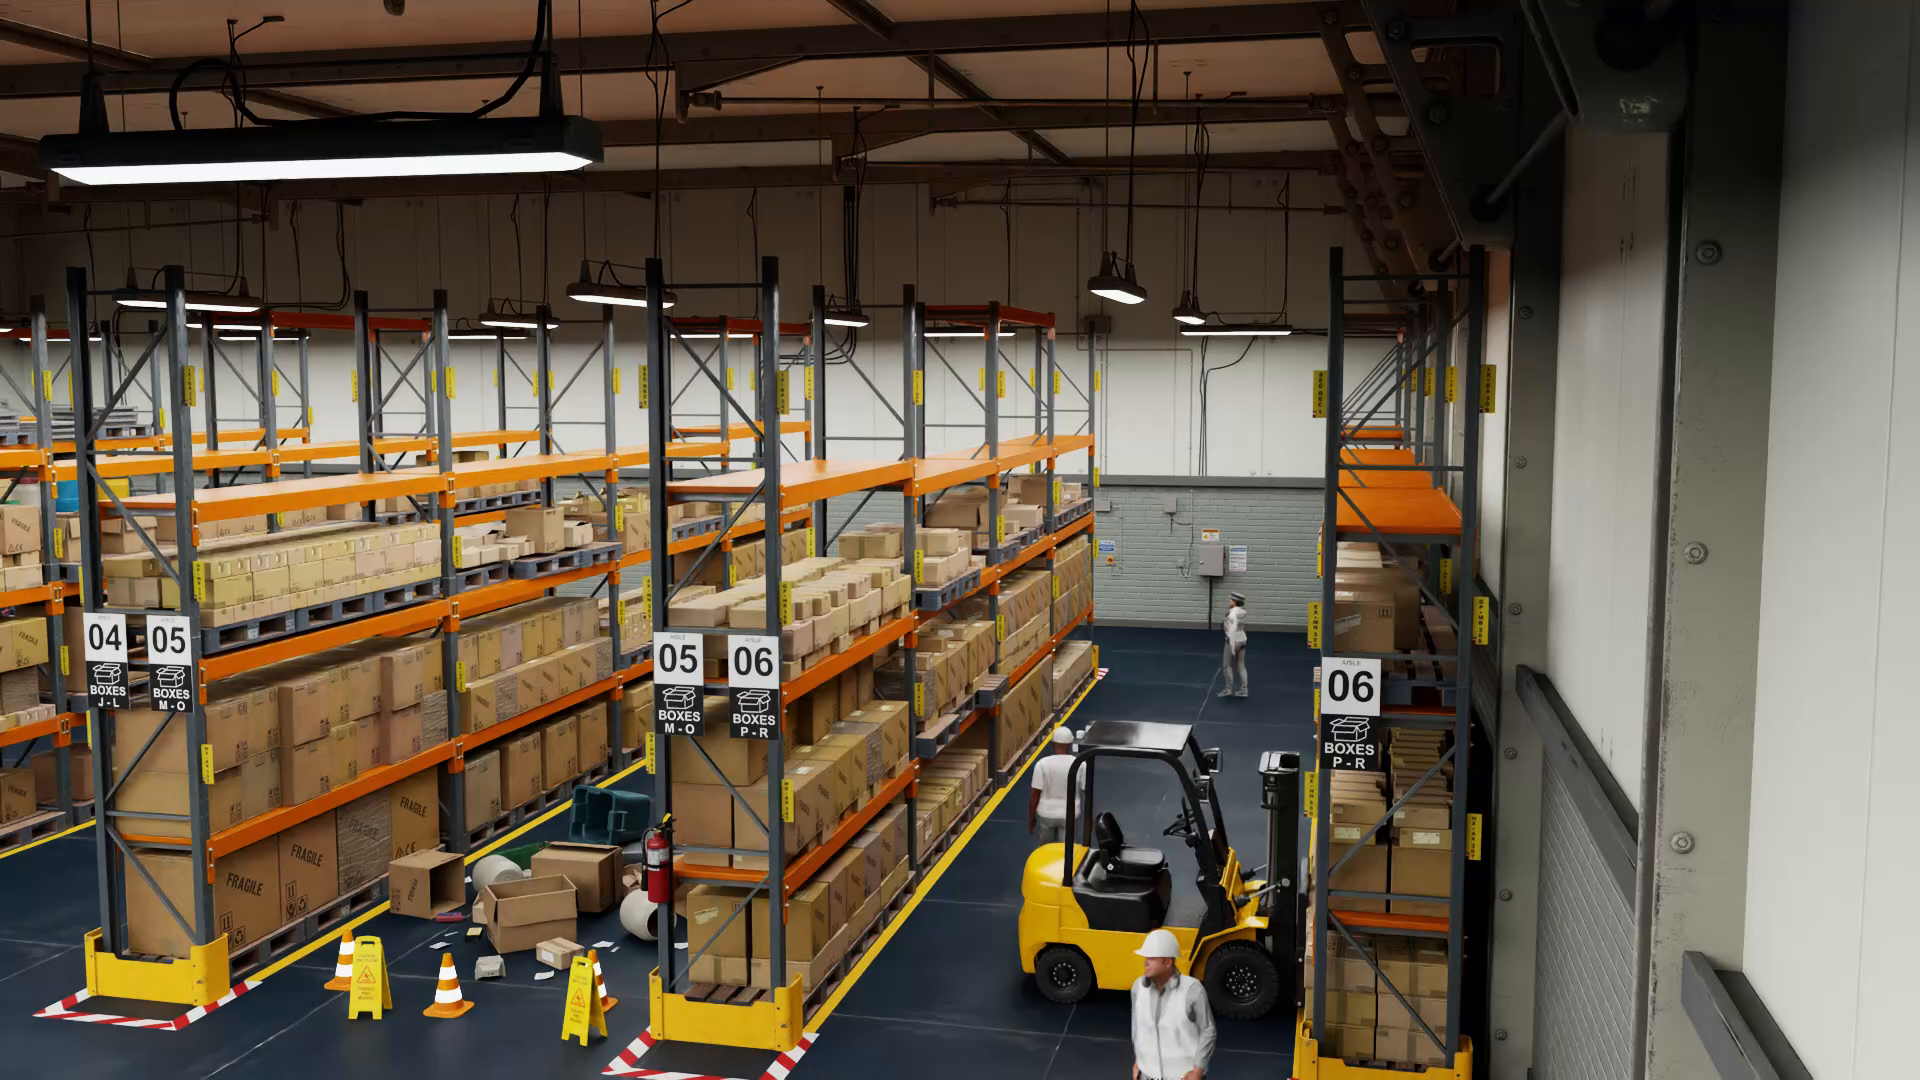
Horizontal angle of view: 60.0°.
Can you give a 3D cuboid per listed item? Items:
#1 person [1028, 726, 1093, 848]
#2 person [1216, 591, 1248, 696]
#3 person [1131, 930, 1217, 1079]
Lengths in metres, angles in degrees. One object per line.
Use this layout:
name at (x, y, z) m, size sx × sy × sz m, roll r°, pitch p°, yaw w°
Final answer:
person at (0.969, 2.667, 16.127) m, size 0.644 × 1.753 × 0.789 m, roll 1°, pitch 6°, yaw 9°
person at (4.360, 1.666, 26.436) m, size 0.583 × 1.713 × 0.521 m, roll 5°, pitch 8°, yaw 43°
person at (1.319, 3.265, 10.328) m, size 0.597 × 1.748 × 0.630 m, roll 3°, pitch 6°, yaw 26°
